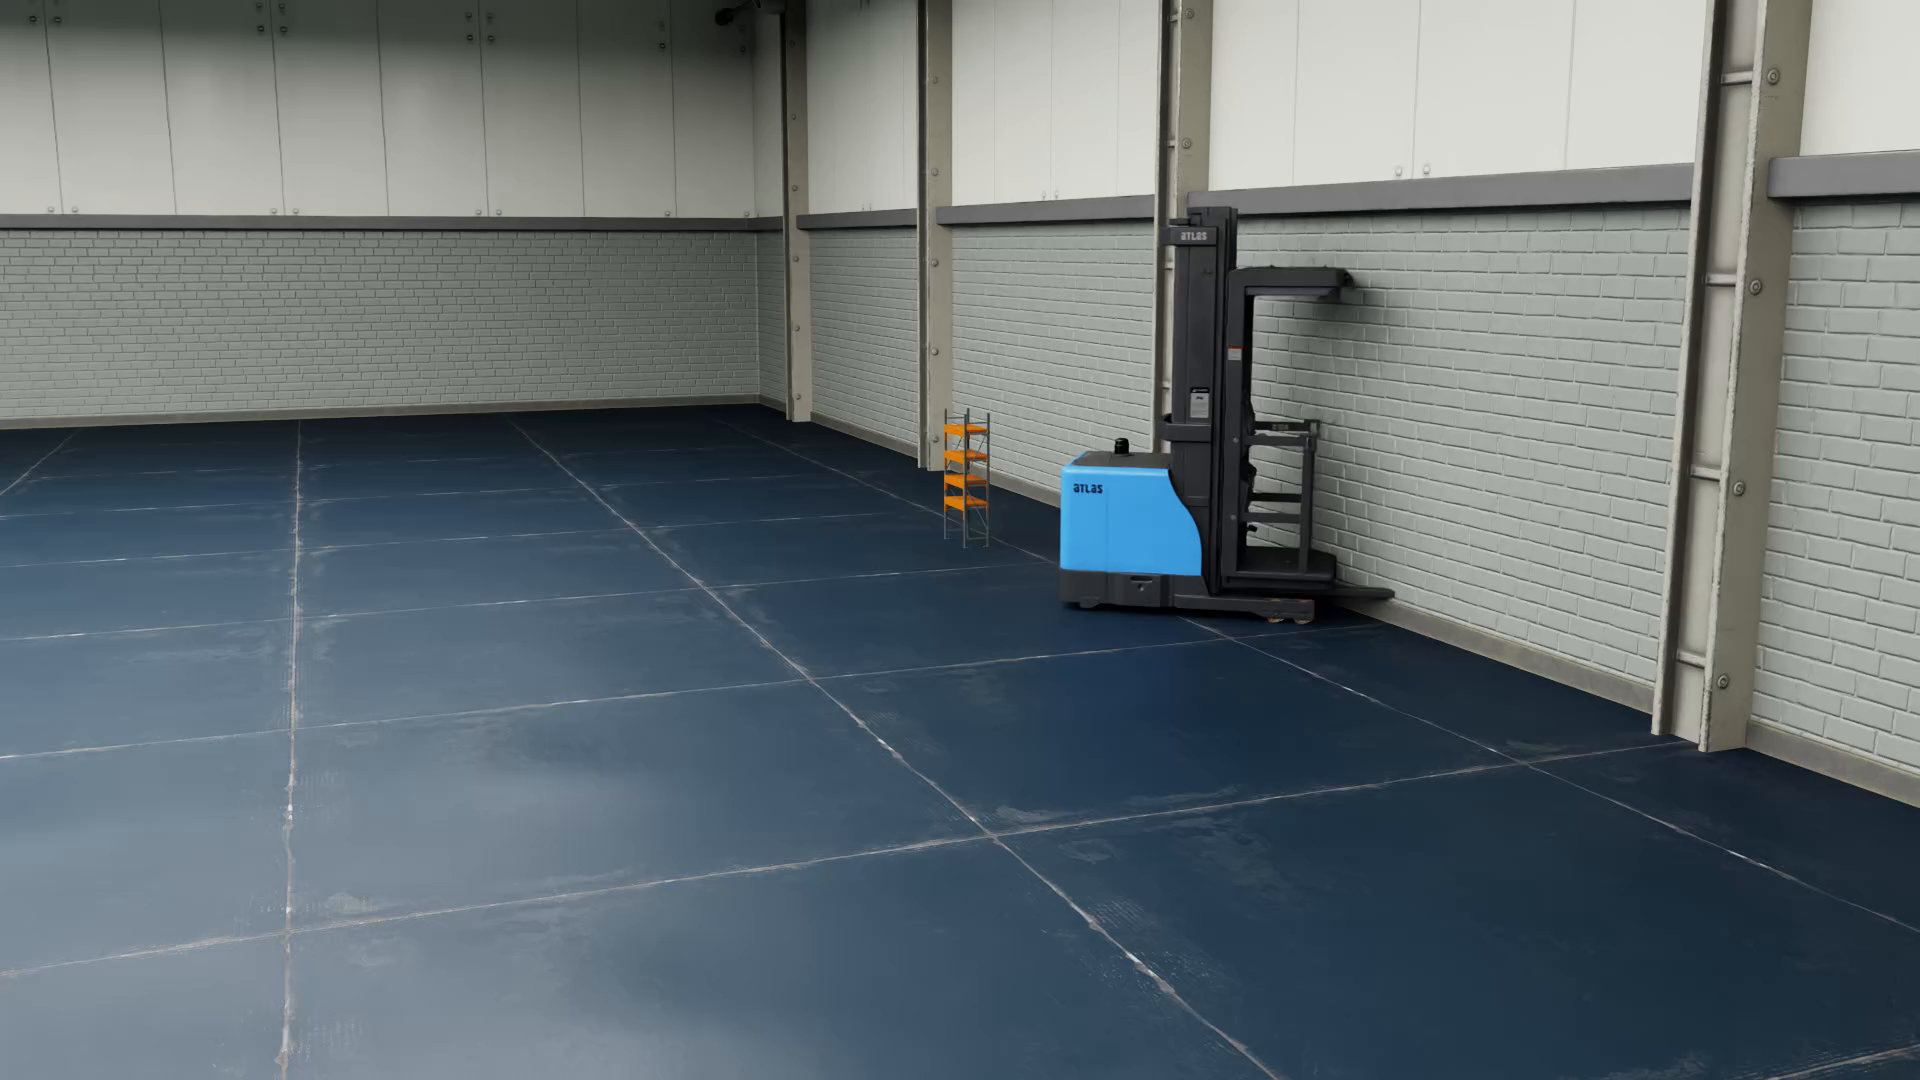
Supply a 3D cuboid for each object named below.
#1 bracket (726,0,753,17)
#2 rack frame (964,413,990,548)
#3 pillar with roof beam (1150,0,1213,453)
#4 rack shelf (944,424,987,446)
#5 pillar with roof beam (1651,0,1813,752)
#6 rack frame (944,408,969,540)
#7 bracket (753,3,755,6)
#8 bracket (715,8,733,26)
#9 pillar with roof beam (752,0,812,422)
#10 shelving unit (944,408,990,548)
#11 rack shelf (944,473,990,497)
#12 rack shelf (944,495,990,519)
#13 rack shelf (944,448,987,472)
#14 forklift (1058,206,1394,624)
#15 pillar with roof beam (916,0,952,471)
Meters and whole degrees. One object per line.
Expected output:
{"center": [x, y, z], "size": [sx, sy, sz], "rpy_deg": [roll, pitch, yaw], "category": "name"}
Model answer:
{"center": [-3.599, -8.384, 26.410], "size": [0.076, 0.066, 3.189], "rpy_deg": [-4, 11, -21], "category": "bracket"}
{"center": [0.148, -0.524, 14.769], "size": [0.240, 1.200, 0.015], "rpy_deg": [-4, 11, -21], "category": "rack frame"}
{"center": [-2.137, -4.044, 12.291], "size": [9.100, 9.000, 0.400], "rpy_deg": [-4, 11, -21], "category": "pillar with roof beam"}
{"center": [0.060, -0.951, 14.924], "size": [0.258, 0.148, 0.480], "rpy_deg": [-4, 11, -21], "category": "rack shelf"}
{"center": [0.037, -3.065, 6.785], "size": [9.100, 9.000, 0.400], "rpy_deg": [-4, 11, -21], "category": "pillar with roof beam"}
{"center": [-0.028, -0.604, 15.217], "size": [0.240, 1.200, 0.015], "rpy_deg": [-4, 11, -21], "category": "rack frame"}
{"center": [-2.954, -8.094, 24.777], "size": [0.235, 0.232, 0.430], "rpy_deg": [-4, 11, -21], "category": "bracket"}
{"center": [-3.813, -8.480, 26.952], "size": [0.235, 0.232, 0.430], "rpy_deg": [-4, 11, -21], "category": "bracket"}
{"center": [-6.486, -6.003, 23.303], "size": [9.100, 9.000, 0.548], "rpy_deg": [-4, 11, -21], "category": "pillar with roof beam"}
{"center": [0.060, -0.564, 14.993], "size": [0.258, 1.200, 0.503], "rpy_deg": [-4, 11, -21], "category": "shelving unit"}
{"center": [0.060, -0.497, 15.005], "size": [0.258, 0.148, 0.480], "rpy_deg": [-4, 11, -21], "category": "rack shelf"}
{"center": [0.060, -0.302, 15.040], "size": [0.258, 0.148, 0.480], "rpy_deg": [-4, 11, -21], "category": "rack shelf"}
{"center": [0.060, -0.718, 14.966], "size": [0.258, 0.148, 0.480], "rpy_deg": [-4, 11, -21], "category": "rack shelf"}
{"center": [2.302, -0.947, 12.204], "size": [3.031, 2.935, 1.130], "rpy_deg": [2, 10, 13], "category": "forklift"}
{"center": [-4.311, -5.024, 17.797], "size": [9.100, 9.000, 0.400], "rpy_deg": [-4, 11, -21], "category": "pillar with roof beam"}
